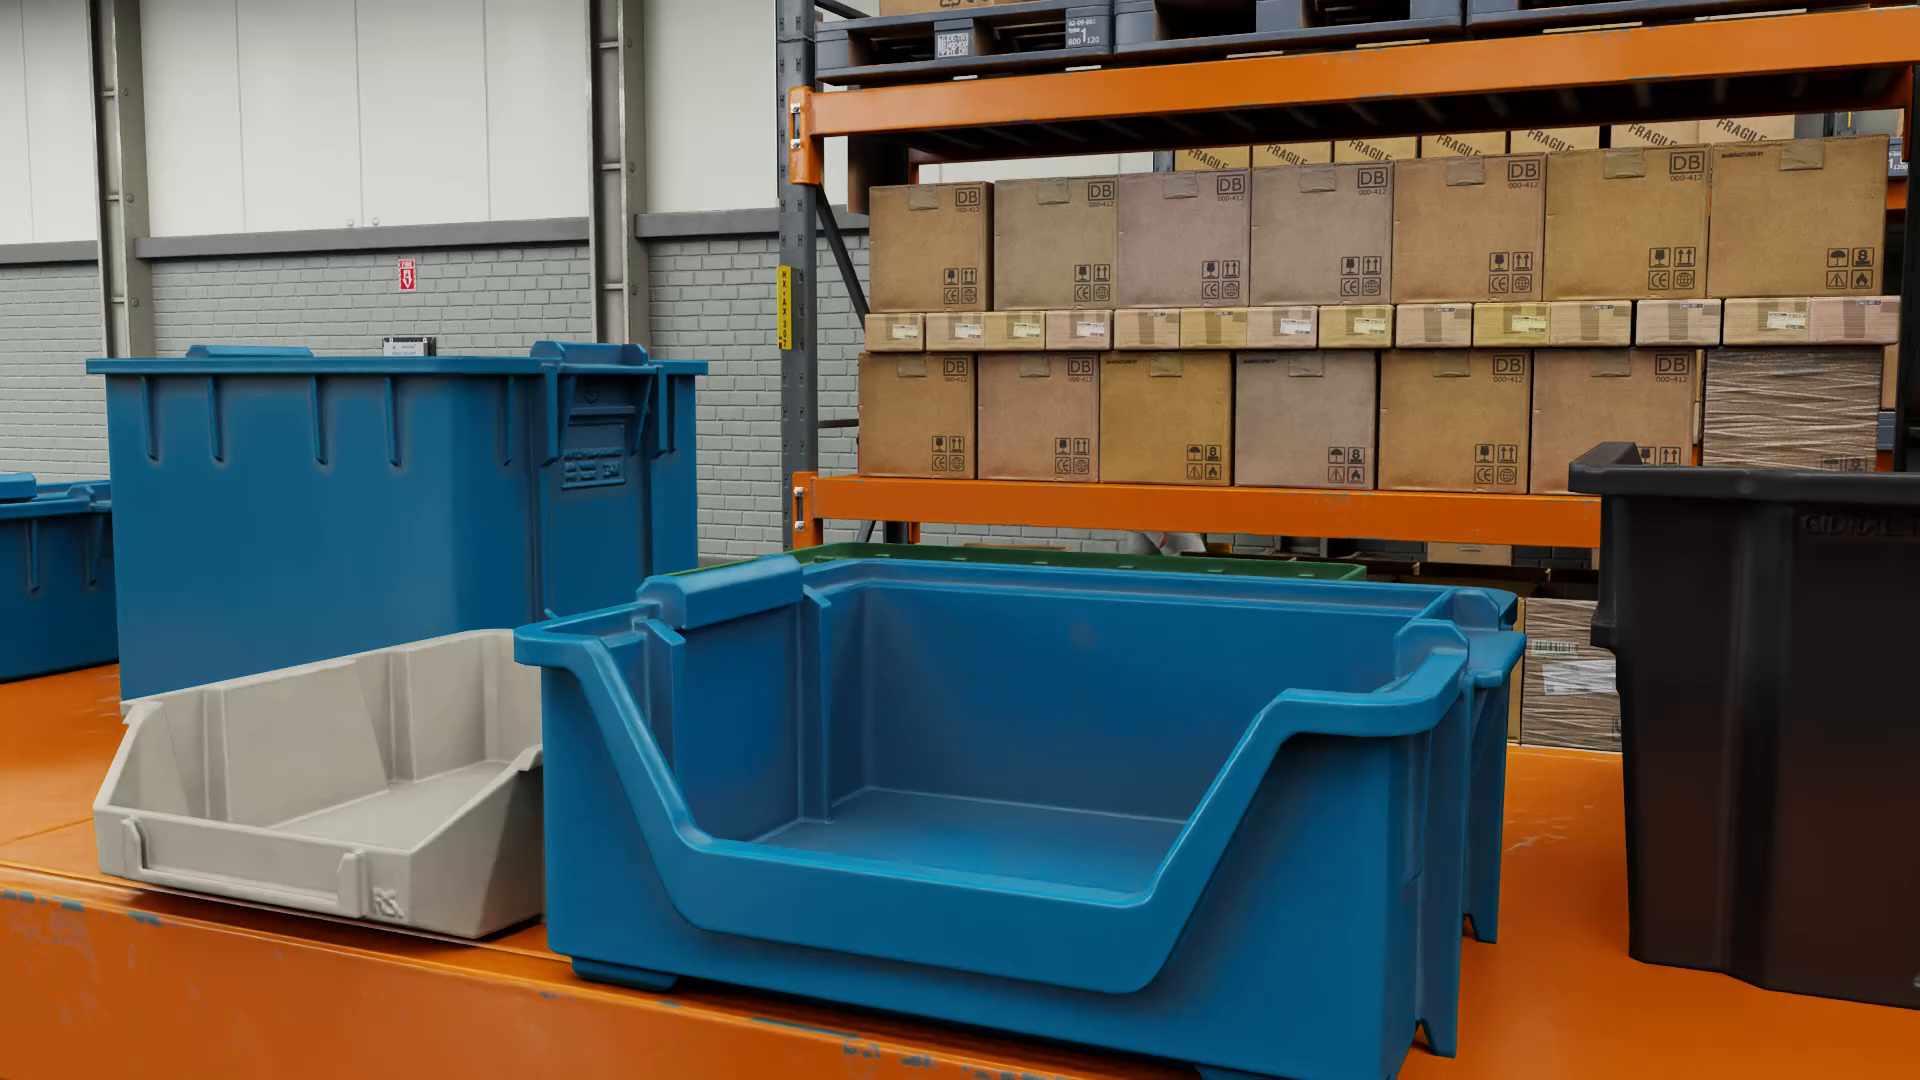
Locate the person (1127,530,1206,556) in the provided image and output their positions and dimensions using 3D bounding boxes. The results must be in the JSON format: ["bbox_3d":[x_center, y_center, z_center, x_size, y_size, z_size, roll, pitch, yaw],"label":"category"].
[{"bbox_3d":[1.225,-0.105,9.848,0.537,1.862,0.552,-3,6,-26],"label":"person"}]
